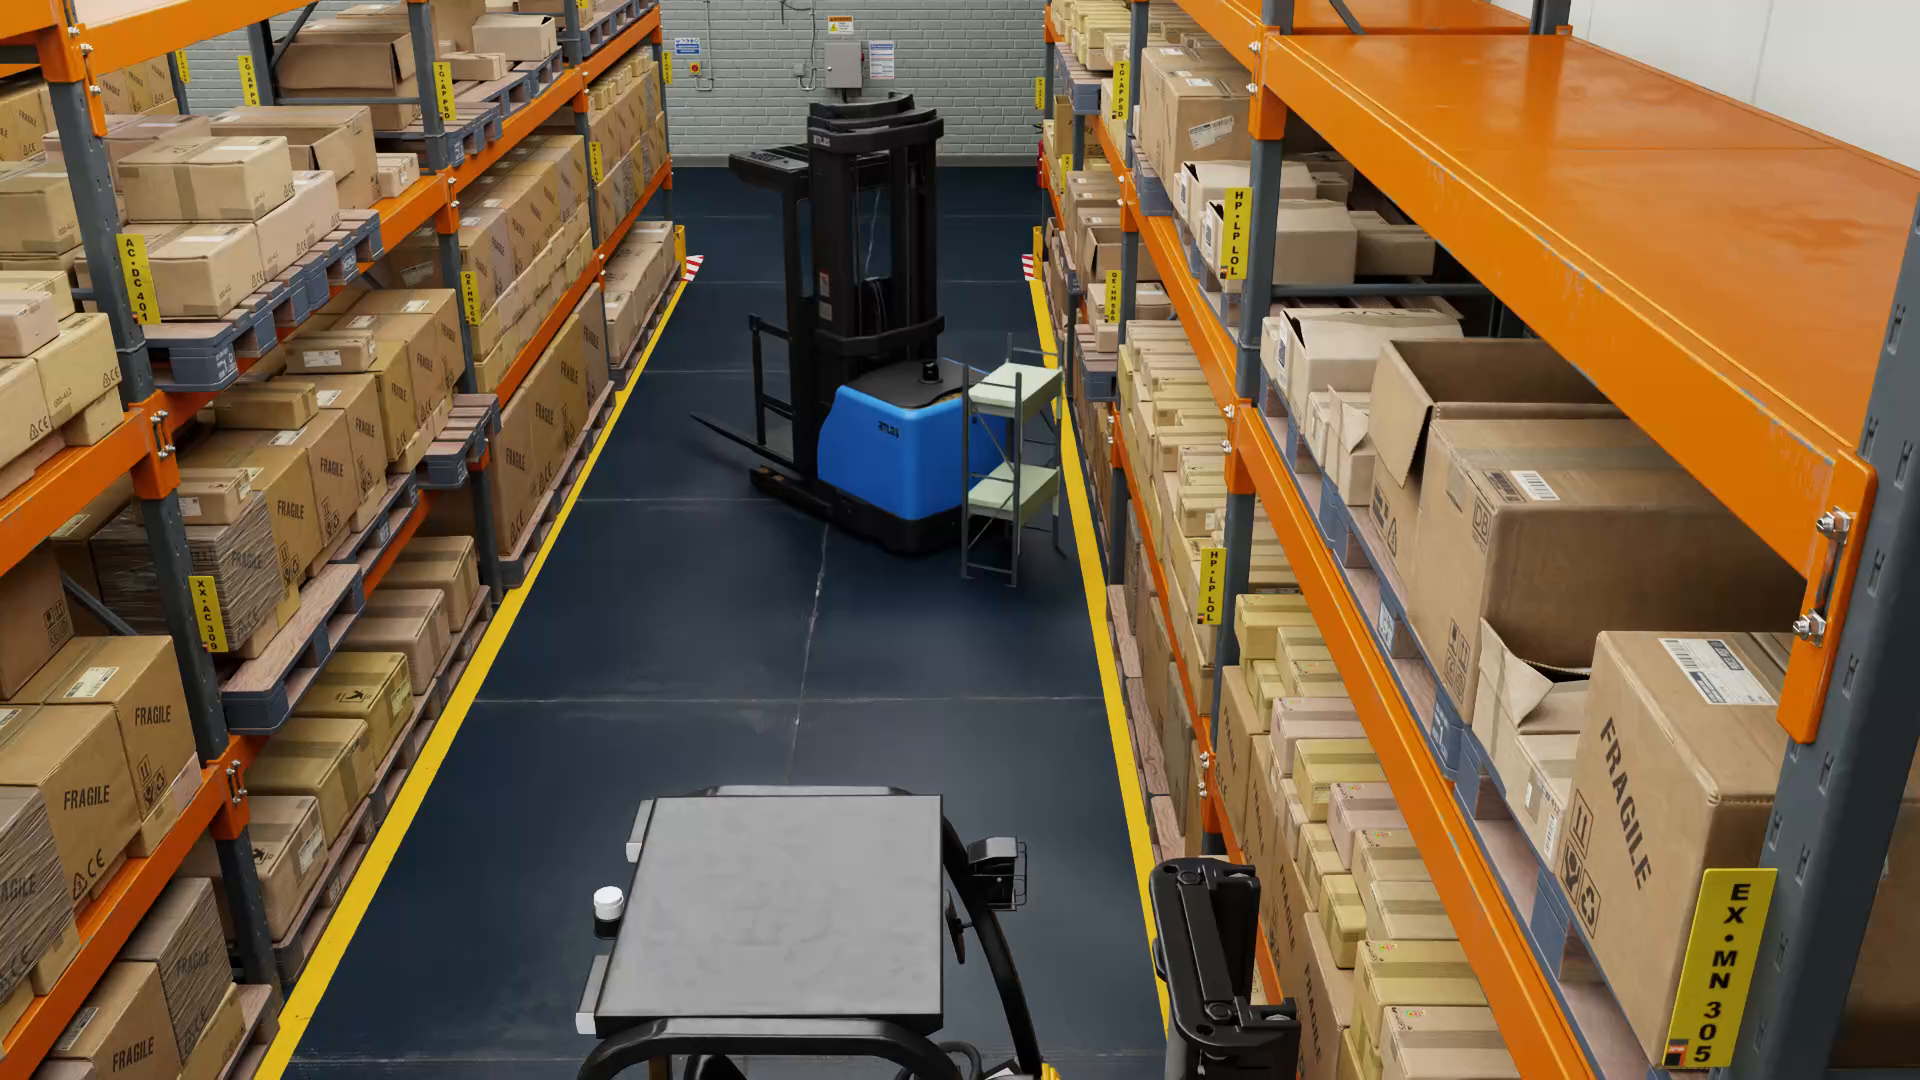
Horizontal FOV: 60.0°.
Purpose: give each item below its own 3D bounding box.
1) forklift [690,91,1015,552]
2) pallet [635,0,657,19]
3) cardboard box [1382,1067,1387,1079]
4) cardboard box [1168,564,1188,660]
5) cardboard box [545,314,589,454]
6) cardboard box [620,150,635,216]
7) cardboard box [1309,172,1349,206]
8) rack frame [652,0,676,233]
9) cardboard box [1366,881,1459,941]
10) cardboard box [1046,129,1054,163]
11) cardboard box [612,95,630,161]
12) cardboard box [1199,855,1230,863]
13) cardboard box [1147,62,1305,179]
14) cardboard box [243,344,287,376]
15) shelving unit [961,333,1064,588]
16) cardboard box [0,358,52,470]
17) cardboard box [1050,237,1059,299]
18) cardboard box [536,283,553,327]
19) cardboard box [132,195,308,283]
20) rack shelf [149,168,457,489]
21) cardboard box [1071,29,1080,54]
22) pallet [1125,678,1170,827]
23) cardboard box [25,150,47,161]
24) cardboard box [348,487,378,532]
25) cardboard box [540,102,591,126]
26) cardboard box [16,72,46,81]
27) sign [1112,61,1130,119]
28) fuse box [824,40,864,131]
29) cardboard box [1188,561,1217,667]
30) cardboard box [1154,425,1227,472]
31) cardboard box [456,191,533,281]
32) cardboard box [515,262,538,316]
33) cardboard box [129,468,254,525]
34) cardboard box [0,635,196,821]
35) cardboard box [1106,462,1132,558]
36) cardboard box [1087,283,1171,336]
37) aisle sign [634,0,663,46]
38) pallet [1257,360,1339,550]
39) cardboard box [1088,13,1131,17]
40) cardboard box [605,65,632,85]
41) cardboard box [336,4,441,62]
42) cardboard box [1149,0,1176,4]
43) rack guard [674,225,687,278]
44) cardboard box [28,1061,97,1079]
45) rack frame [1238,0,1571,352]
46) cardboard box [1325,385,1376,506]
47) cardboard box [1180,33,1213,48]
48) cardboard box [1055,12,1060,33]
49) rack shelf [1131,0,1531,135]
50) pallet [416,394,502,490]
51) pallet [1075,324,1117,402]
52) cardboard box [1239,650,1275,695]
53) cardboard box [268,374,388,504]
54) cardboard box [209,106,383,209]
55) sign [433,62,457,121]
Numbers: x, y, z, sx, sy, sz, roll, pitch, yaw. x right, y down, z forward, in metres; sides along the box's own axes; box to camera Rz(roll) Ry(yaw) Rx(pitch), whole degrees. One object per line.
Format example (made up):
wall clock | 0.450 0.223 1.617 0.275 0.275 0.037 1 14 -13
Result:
forklift | -0.938 -1.777 12.123 1.130 2.935 3.031 -20 31 -37
pallet | -3.561 -5.278 16.246 1.003 0.211 1.213 0 24 -1
cardboard box | 1.259 1.405 4.094 0.380 0.149 0.250 -1 24 -2
cardboard box | 1.236 0.319 7.587 0.500 0.250 0.500 0 24 -1
cardboard box | -3.432 -1.205 12.842 0.875 0.875 0.875 0 24 1
cardboard box | -3.280 -3.261 15.199 0.500 0.500 0.500 0 24 0
cardboard box | 1.570 -1.604 7.670 0.380 0.166 0.250 0 24 -1
rack frame | -3.580 -4.257 17.522 1.000 3.000 0.127 0 24 -1
cardboard box | 1.321 1.057 4.503 0.380 0.149 0.250 0 24 0
cardboard box | 1.125 -3.952 16.669 0.500 0.250 0.500 0 24 0
cardboard box | -3.293 -3.726 15.014 0.500 0.500 0.500 0 24 0
cardboard box | 1.206 1.471 6.472 0.500 0.250 0.500 -1 24 -1
cardboard box | 1.341 -2.126 8.419 0.700 0.500 0.500 -1 24 -2
cardboard box | -3.694 -0.713 8.694 0.500 0.500 0.500 0 24 0
shelving unit | 0.351 -0.537 11.115 0.431 1.500 0.755 11 27 22
cardboard box | -3.168 -0.357 5.081 0.500 0.250 0.500 -1 24 -1
cardboard box | 1.266 -2.728 16.666 0.700 0.500 0.500 1 24 2
cardboard box | -3.278 -1.726 12.108 0.500 0.250 0.500 0 24 -1
cardboard box | -3.061 -1.253 6.914 0.500 0.250 0.500 -1 24 -1
rack shelf | -3.471 -1.175 7.941 1.077 0.370 4.000 0 24 -1
cardboard box | 1.019 -3.681 12.283 0.380 0.149 0.250 0 24 0
pallet | 1.451 1.127 9.001 1.003 0.211 1.213 0 24 -1
cardboard box | -8.251 -3.135 14.559 0.500 0.500 0.500 0 24 -1
cardboard box | -3.125 -0.155 8.249 0.380 0.149 0.250 1 24 1
cardboard box | -3.280 -3.537 13.808 0.380 0.149 0.250 -1 24 -1
cardboard box | -8.245 -4.001 15.261 0.500 0.500 0.500 -1 24 -2
sign | 0.928 -2.585 9.558 0.100 0.325 0.005 0 24 -1
fuse box | -1.562 -5.943 22.813 0.539 1.711 0.414 0 24 -1
cardboard box | 1.254 0.303 7.014 0.500 0.250 0.500 -1 24 -2
cardboard box | 1.165 -0.452 8.201 0.380 0.149 0.250 -1 24 -2
cardboard box | -3.259 -2.083 11.382 0.500 0.500 0.500 0 24 1
cardboard box | -3.249 -1.748 11.550 0.500 0.250 0.500 0 24 -1
cardboard box | -3.100 -0.175 6.719 0.380 0.149 0.250 0 24 -1
cardboard box | -3.195 0.689 6.105 0.500 0.500 0.500 -1 24 -2
cardboard box | 1.251 -0.210 11.098 0.500 0.500 0.500 0 24 1
cardboard box | 1.136 -1.540 11.188 0.500 0.250 0.500 -1 24 -3
aisle sign | -3.270 -5.472 17.055 0.394 0.787 0.004 0 24 -1
pallet | 1.550 -0.311 5.265 1.003 0.211 1.213 0 24 -1
cardboard box | 1.117 -3.707 11.979 0.380 0.149 0.250 0 24 0
cardboard box | -3.307 -4.381 15.675 0.380 0.149 0.250 0 24 1
cardboard box | -3.802 -3.289 11.111 0.500 0.500 0.500 0 24 0
cardboard box | 1.535 -4.211 12.592 0.396 0.266 0.258 0 24 -1
rack guard | -3.580 -3.128 18.059 1.175 0.500 0.348 0 24 -1
cardboard box | -3.160 2.070 5.450 0.500 0.500 0.500 1 24 2
rack frame | 1.515 -2.069 5.405 1.000 3.000 0.127 0 24 -1
cardboard box | 1.227 -0.265 4.589 0.396 0.266 0.258 -1 24 -2
cardboard box | 1.669 -3.274 11.047 0.380 0.149 0.250 0 24 -1
cardboard box | 1.074 -4.768 15.318 0.380 0.149 0.250 0 24 0
rack shelf | 1.493 -2.383 7.458 1.077 0.370 4.000 0 24 -1
pallet | -3.378 -0.580 9.625 1.213 0.211 1.003 0 24 -1
pallet | 1.393 -1.176 10.942 1.213 0.211 1.003 0 24 -1
cardboard box | 1.255 0.455 6.194 0.380 0.149 0.250 -1 24 -1
cardboard box | -3.181 -0.501 8.225 0.500 0.500 0.500 -1 24 -3
cardboard box | -3.492 -1.982 8.731 0.700 0.500 0.500 0 24 -1
sign | -2.950 -2.564 9.512 0.100 0.325 0.005 0 24 -1
